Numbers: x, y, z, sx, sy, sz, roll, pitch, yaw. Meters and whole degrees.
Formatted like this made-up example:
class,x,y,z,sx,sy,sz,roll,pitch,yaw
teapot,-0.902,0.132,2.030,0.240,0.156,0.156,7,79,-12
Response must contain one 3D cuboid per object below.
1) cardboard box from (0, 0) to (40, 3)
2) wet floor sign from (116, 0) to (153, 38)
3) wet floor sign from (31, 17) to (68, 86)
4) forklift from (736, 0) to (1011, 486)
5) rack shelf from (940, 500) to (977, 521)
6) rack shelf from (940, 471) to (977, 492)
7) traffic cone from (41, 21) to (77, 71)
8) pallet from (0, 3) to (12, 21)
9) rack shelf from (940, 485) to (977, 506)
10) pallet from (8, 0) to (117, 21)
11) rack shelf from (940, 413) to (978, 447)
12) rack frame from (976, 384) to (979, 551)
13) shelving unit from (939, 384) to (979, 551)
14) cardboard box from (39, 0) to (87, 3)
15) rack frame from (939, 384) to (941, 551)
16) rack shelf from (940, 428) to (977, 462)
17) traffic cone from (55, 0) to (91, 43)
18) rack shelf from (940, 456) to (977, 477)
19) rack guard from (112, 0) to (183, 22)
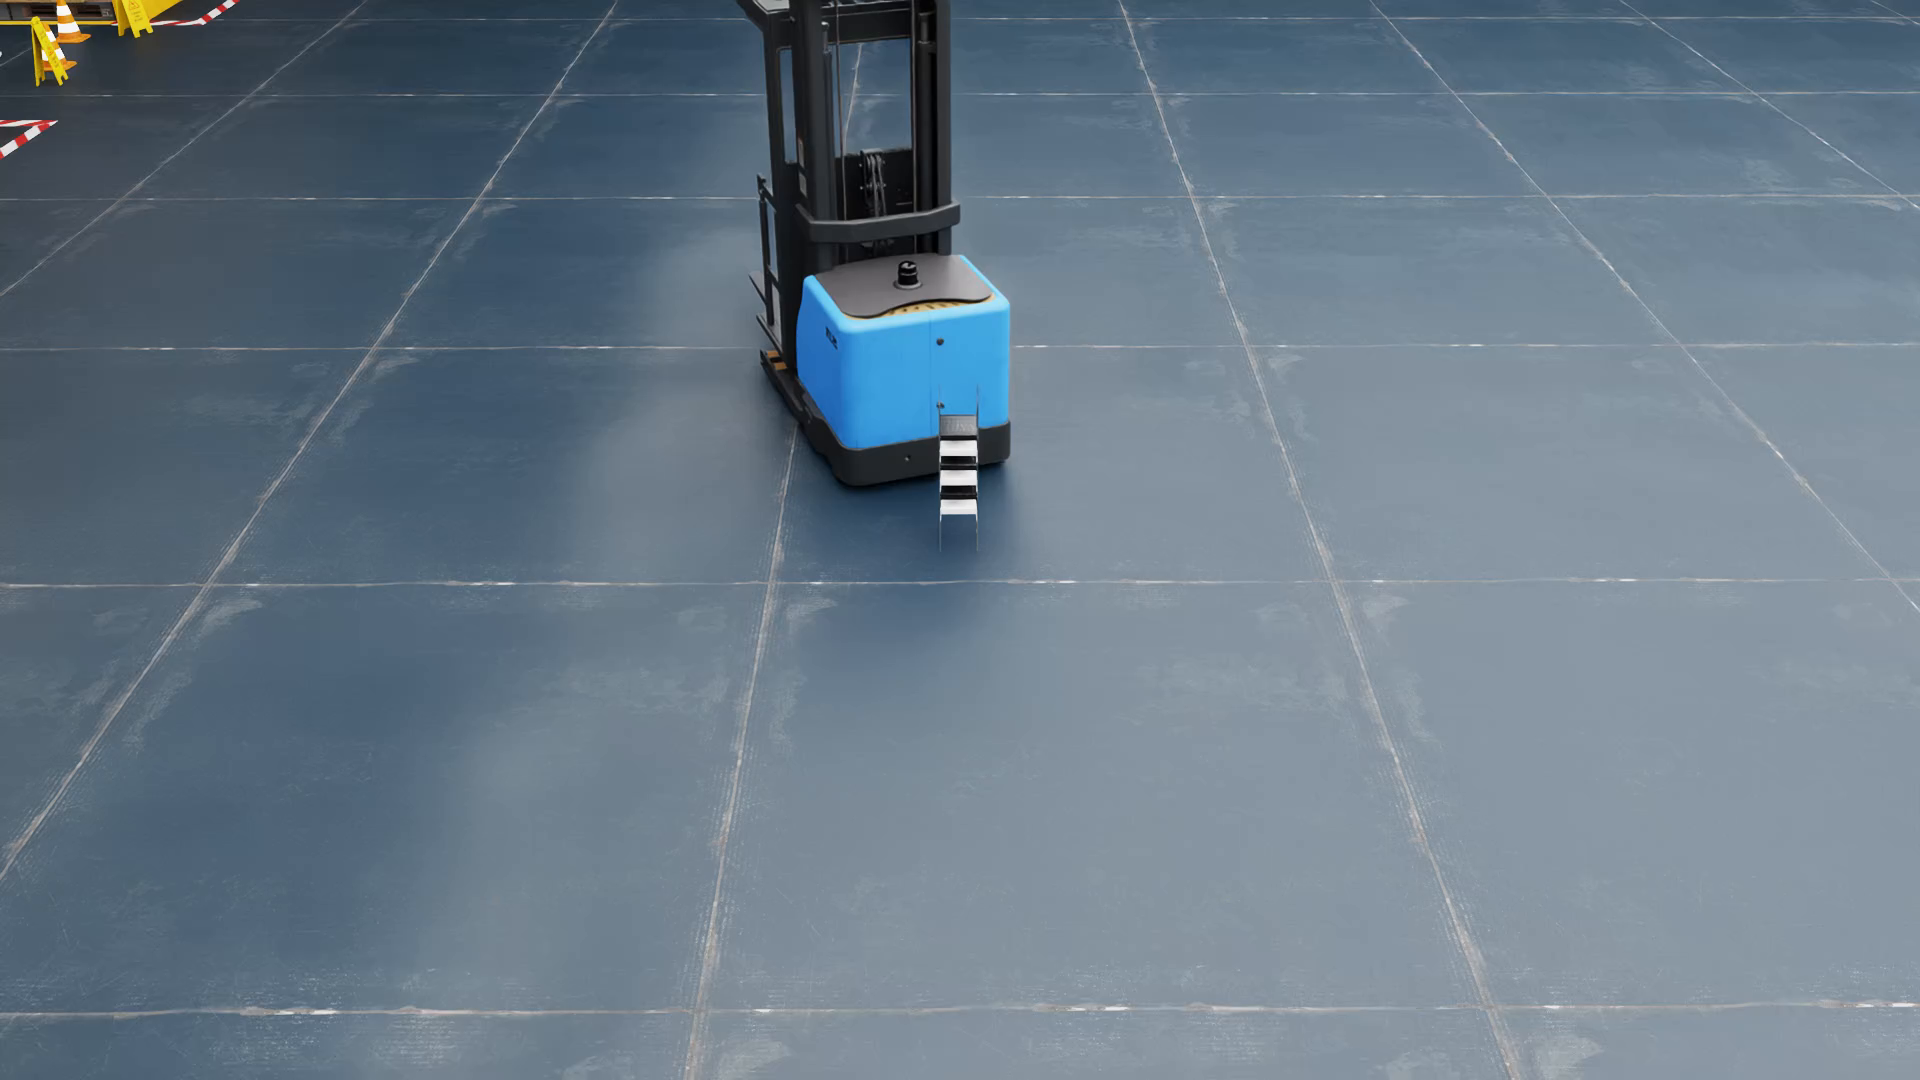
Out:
class,x,y,z,sx,sy,sz,roll,pitch,yaw
cardboard box,-10.715,-6.349,19.068,0.500,0.250,0.500,0,31,0
wet floor sign,-9.194,-5.924,18.391,0.232,0.644,0.267,10,33,17
wet floor sign,-9.243,-4.938,16.766,0.232,0.644,0.267,-5,32,-9
forklift,-0.683,-2.318,10.245,1.130,2.935,3.031,-11,33,-17
rack shelf,-0.008,-0.202,9.127,0.200,0.077,0.258,0,31,0
rack shelf,-0.008,-0.356,9.034,0.200,0.077,0.258,0,31,0
traffic cone,-9.466,-5.155,17.300,0.334,0.463,0.336,0,31,0
pallet,-11.496,-6.306,19.439,1.213,0.211,1.003,0,31,0
rack shelf,-0.008,-0.279,9.081,0.200,0.077,0.258,0,31,0
pallet,-10.279,-6.308,19.443,1.213,0.211,1.003,0,31,0
rack shelf,-0.008,-0.587,8.894,0.200,0.077,0.258,0,31,0
rack frame,0.094,-0.385,9.017,0.006,0.900,0.240,0,31,0
shelving unit,-0.008,-0.385,9.017,0.210,0.900,0.258,0,31,0
cardboard box,-10.221,-6.346,19.064,0.500,0.250,0.500,0,31,-1
rack frame,-0.110,-0.384,9.016,0.006,0.900,0.240,0,31,0
rack shelf,-0.008,-0.510,8.940,0.200,0.077,0.258,0,31,0
traffic cone,-9.813,-5.729,18.247,0.334,0.463,0.336,0,31,0
rack shelf,-0.008,-0.433,8.987,0.200,0.077,0.258,0,31,0
rack guard,-9.467,-6.416,19.342,0.348,0.500,1.175,0,31,0
